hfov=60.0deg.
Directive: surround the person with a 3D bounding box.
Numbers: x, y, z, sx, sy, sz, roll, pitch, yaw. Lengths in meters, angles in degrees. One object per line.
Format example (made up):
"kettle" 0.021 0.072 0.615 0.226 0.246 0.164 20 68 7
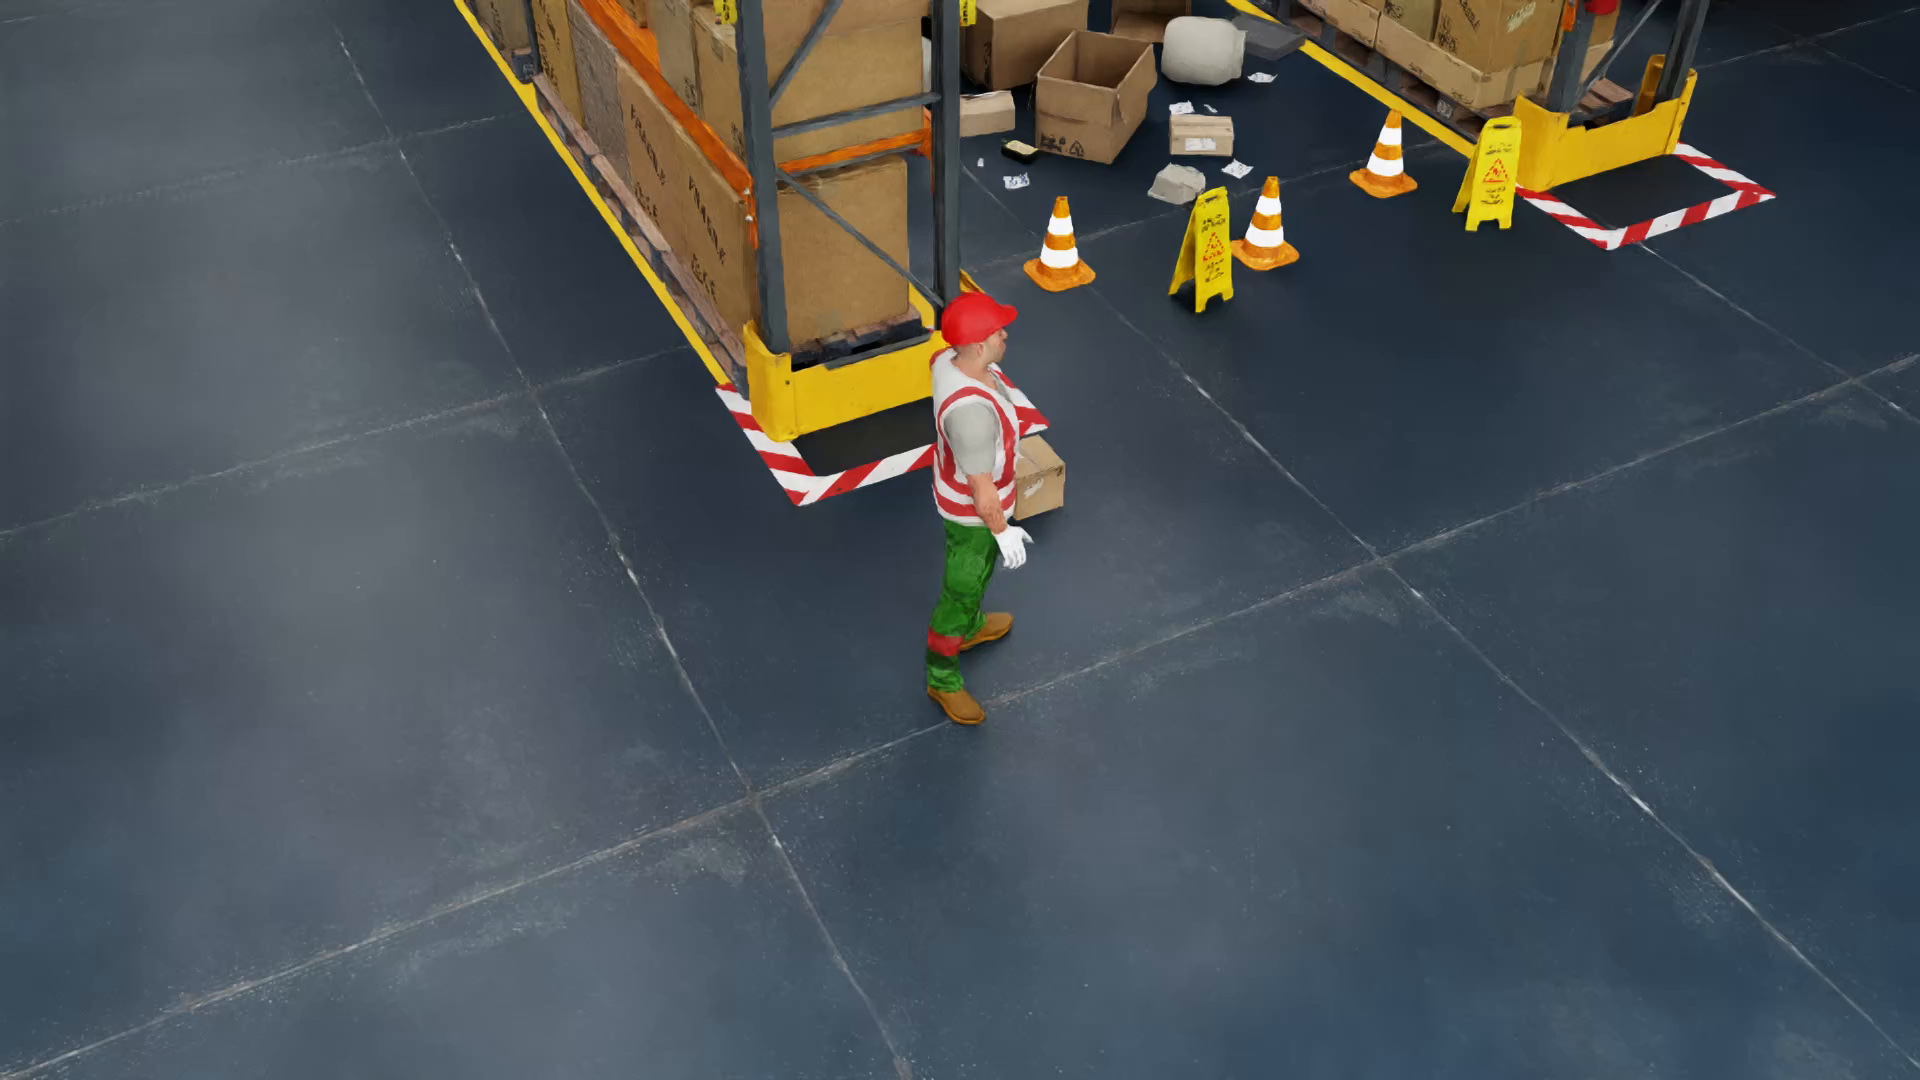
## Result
"person" 0.058 -0.145 6.279 0.411 1.797 0.677 -2 41 -2
